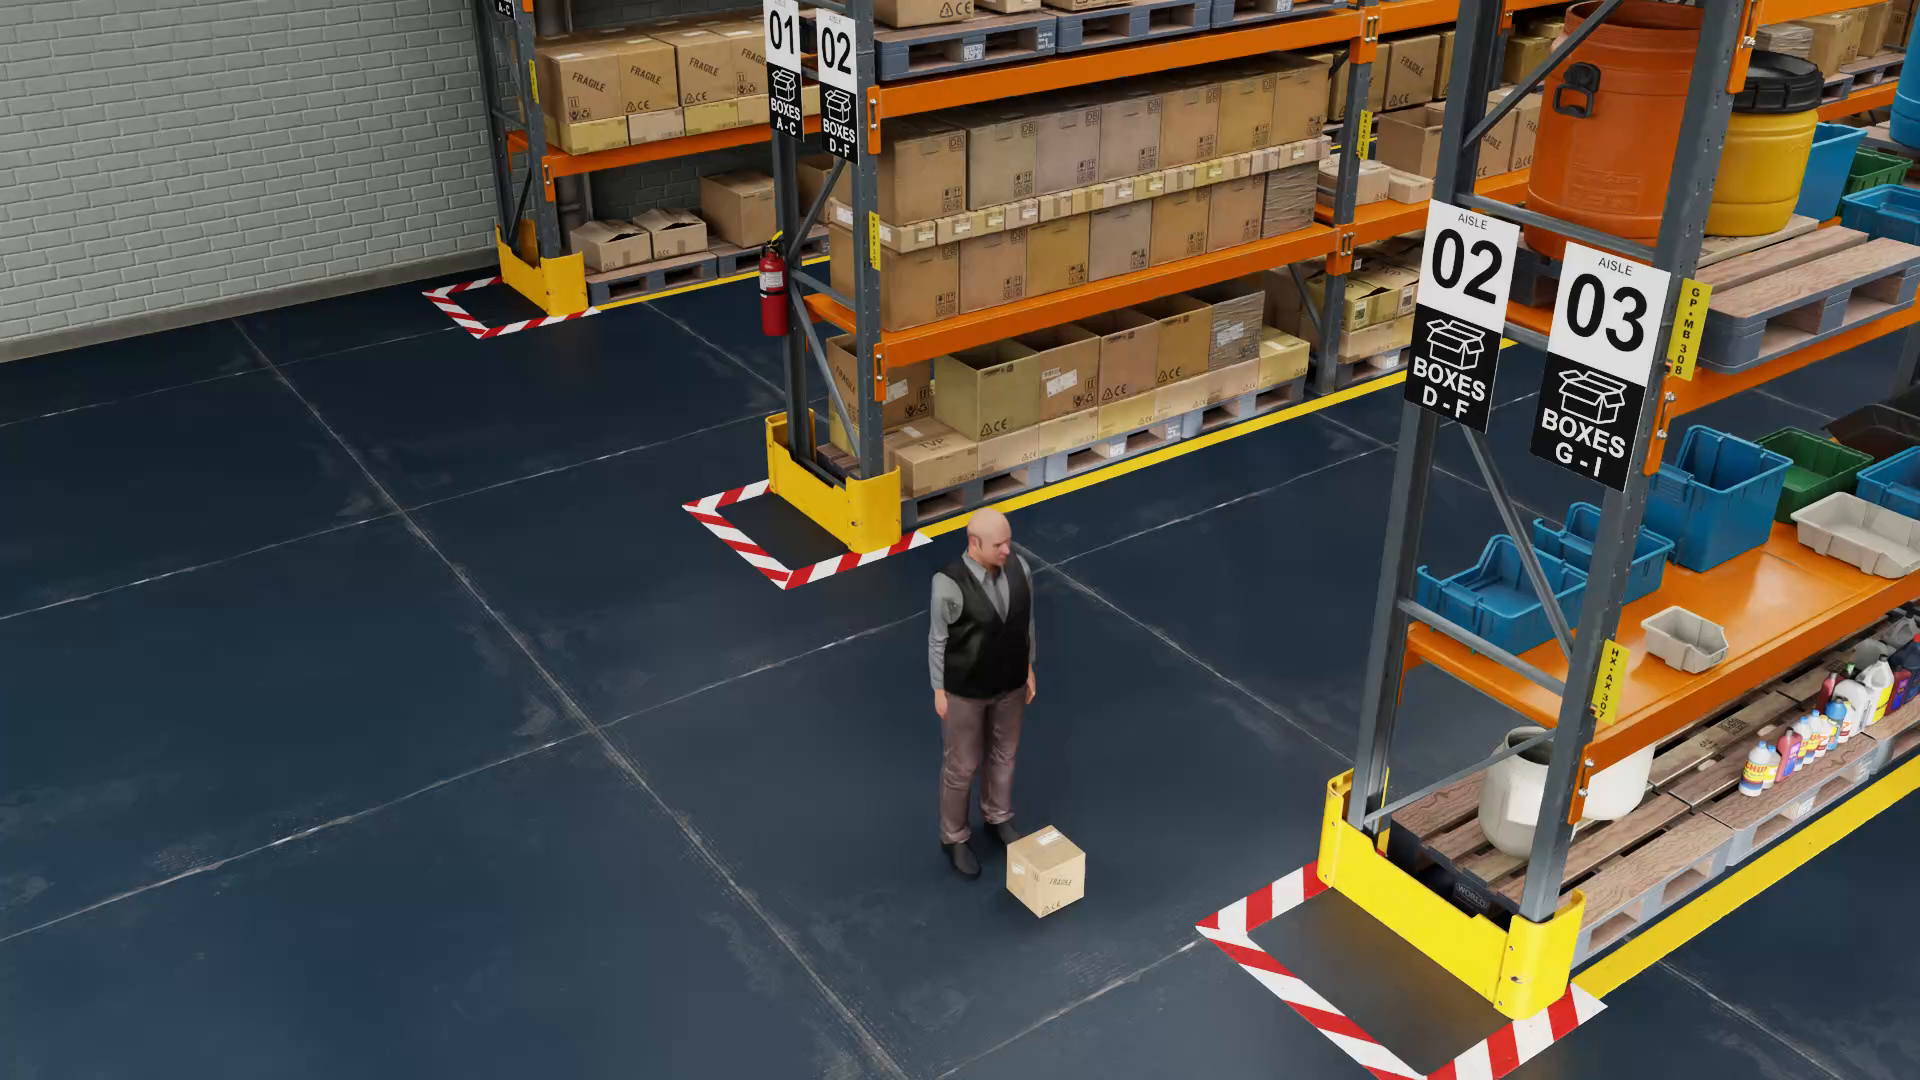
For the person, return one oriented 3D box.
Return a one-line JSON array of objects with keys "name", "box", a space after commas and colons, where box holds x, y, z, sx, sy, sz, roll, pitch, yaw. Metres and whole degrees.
[{"name": "person", "box": [0.133, 0.657, 7.434, 0.536, 1.738, 0.406, -19, 34, -31]}]
